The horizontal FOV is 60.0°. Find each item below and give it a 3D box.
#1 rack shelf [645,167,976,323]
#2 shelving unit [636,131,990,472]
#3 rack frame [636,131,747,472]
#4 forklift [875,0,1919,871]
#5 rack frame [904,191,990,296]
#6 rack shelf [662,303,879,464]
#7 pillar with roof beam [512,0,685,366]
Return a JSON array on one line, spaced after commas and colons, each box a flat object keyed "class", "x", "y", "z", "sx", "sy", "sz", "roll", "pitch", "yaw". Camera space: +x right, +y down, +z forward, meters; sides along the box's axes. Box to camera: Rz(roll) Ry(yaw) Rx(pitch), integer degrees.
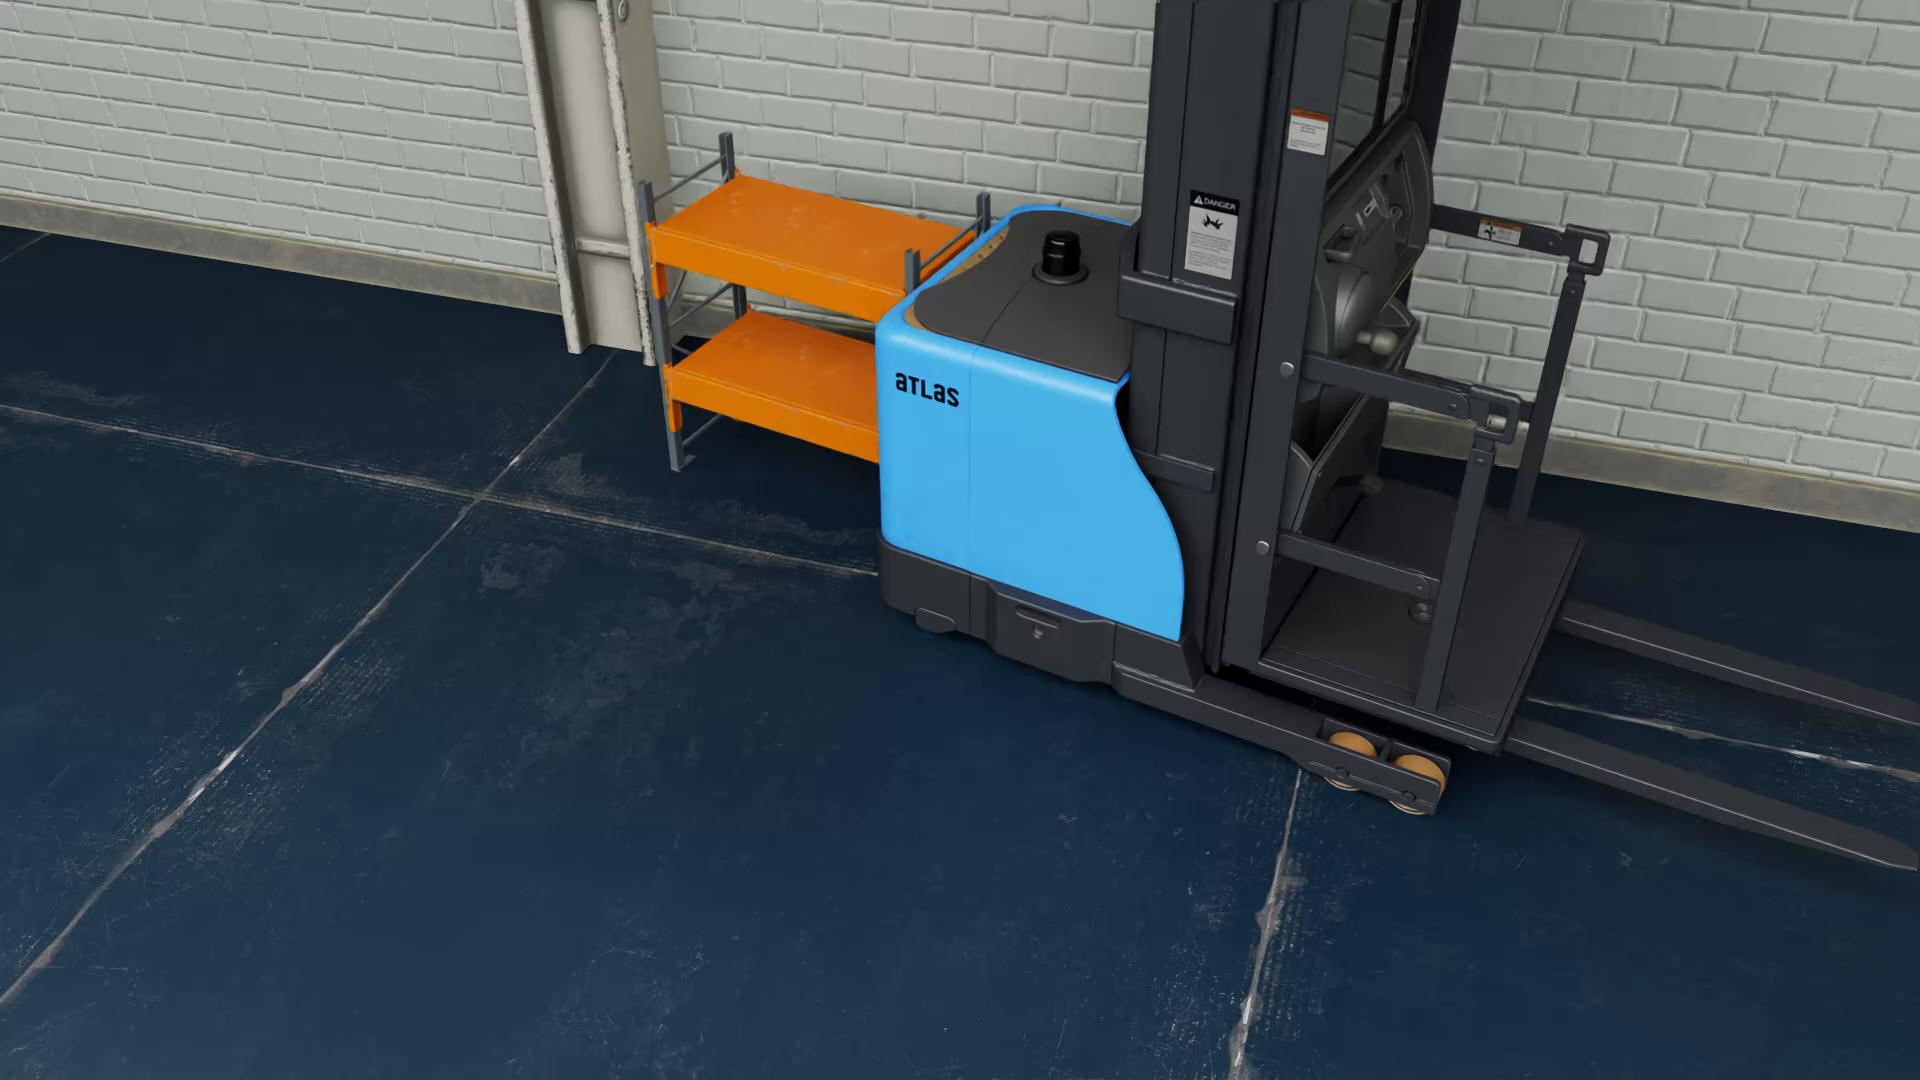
[{"class": "rack shelf", "x": -0.480, "y": -0.925, "z": 5.564, "sx": 1.000, "sy": 0.278, "sz": 0.538, "roll": 18, "pitch": 40, "yaw": 23}, {"class": "shelving unit", "x": -0.480, "y": -0.689, "z": 5.737, "sx": 1.048, "sy": 1.125, "sz": 0.538, "roll": 18, "pitch": 40, "yaw": 23}, {"class": "rack frame", "x": -0.924, "y": -0.835, "z": 5.936, "sx": 0.032, "sy": 1.125, "sz": 0.500, "roll": 18, "pitch": 40, "yaw": 23}, {"class": "forklift", "x": 1.277, "y": -0.768, "z": 4.321, "sx": 3.031, "sy": 2.935, "sz": 1.130, "roll": 18, "pitch": 40, "yaw": 23}, {"class": "rack frame", "x": -0.035, "y": -0.543, "z": 5.539, "sx": 0.032, "sy": 1.125, "sz": 0.500, "roll": 18, "pitch": 40, "yaw": 23}, {"class": "rack shelf", "x": -0.480, "y": -0.492, "z": 5.882, "sx": 1.000, "sy": 0.278, "sz": 0.538, "roll": 18, "pitch": 40, "yaw": 23}, {"class": "pillar with roof beam", "x": -2.652, "y": -2.009, "z": 0.889, "sx": 0.400, "sy": 9.000, "sz": 9.100, "roll": 10, "pitch": 38, "yaw": 14}]
